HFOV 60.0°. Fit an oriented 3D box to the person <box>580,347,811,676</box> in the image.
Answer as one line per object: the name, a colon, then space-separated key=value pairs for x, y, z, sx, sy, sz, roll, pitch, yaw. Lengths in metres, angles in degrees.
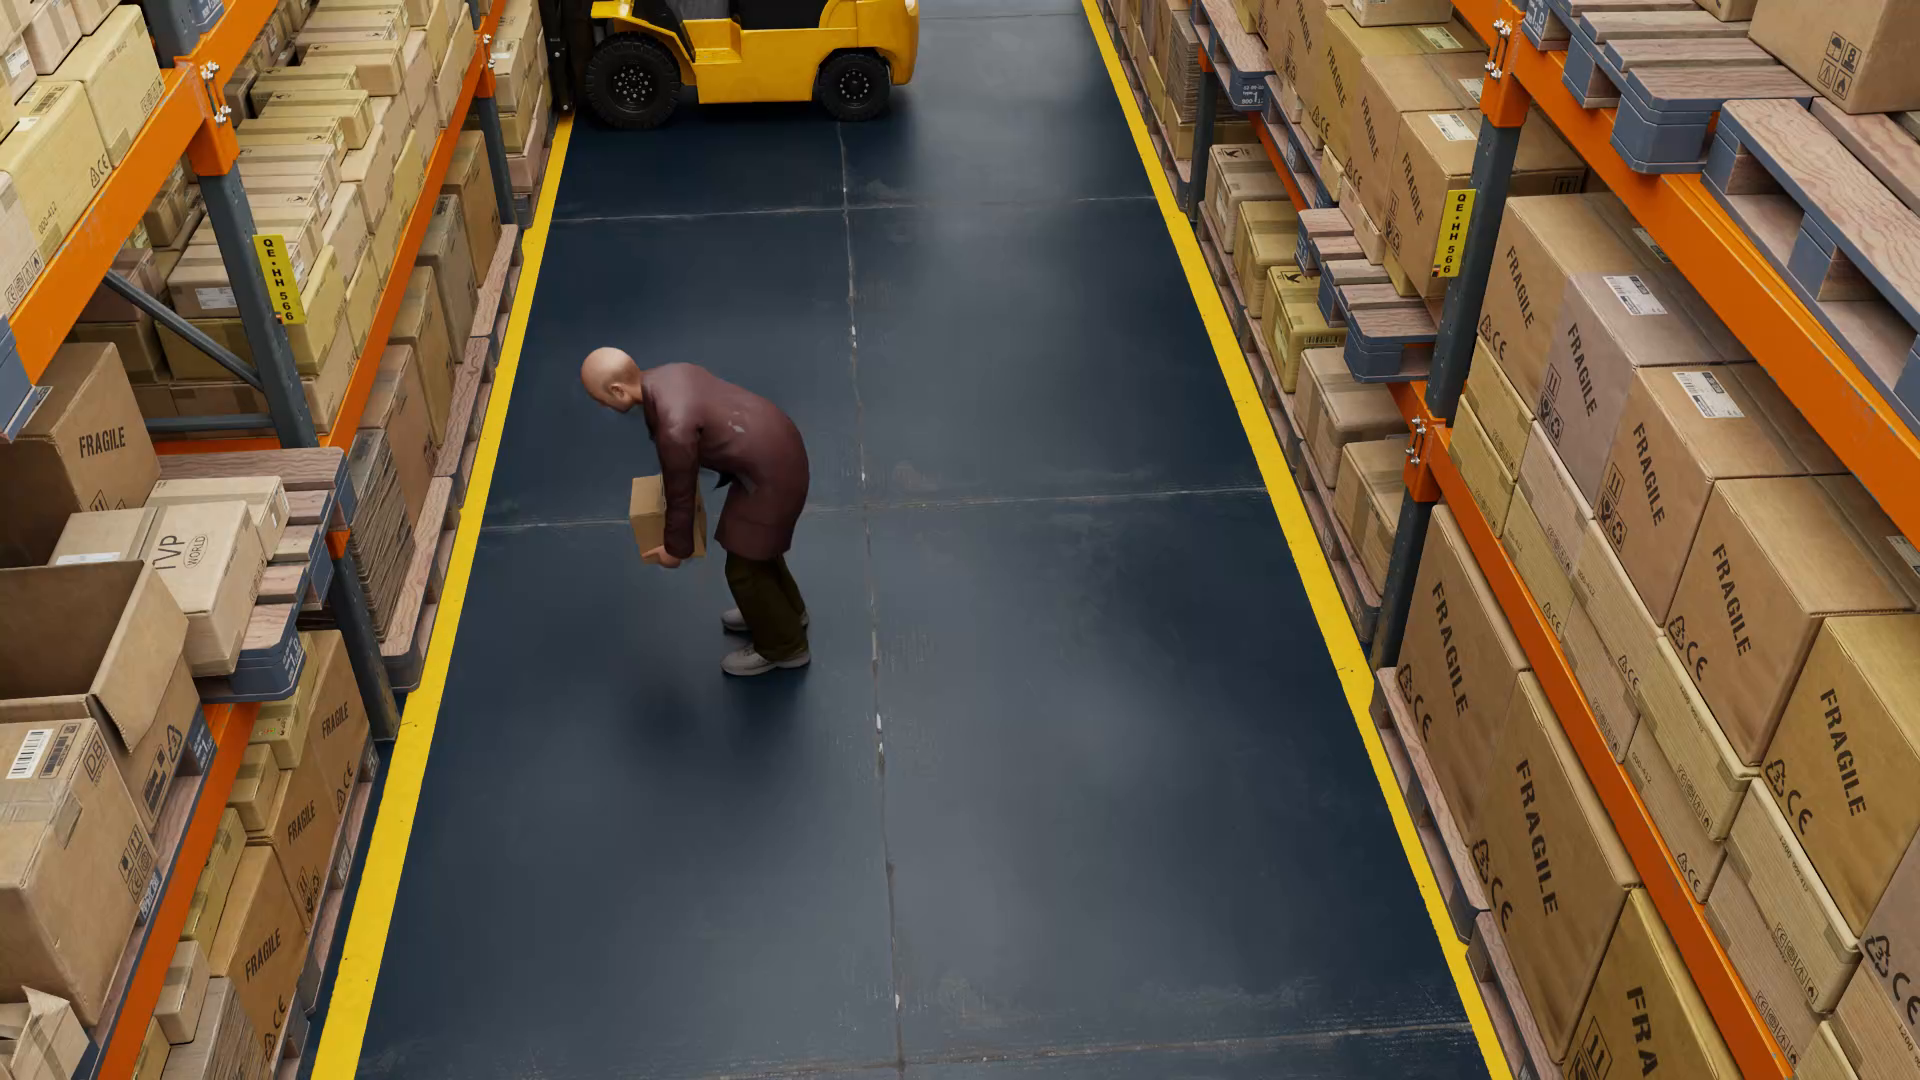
person: x=-0.992 y=-0.129 z=6.561 sx=0.815 sy=1.492 sz=0.549 roll=-4 pitch=39 yaw=-5
